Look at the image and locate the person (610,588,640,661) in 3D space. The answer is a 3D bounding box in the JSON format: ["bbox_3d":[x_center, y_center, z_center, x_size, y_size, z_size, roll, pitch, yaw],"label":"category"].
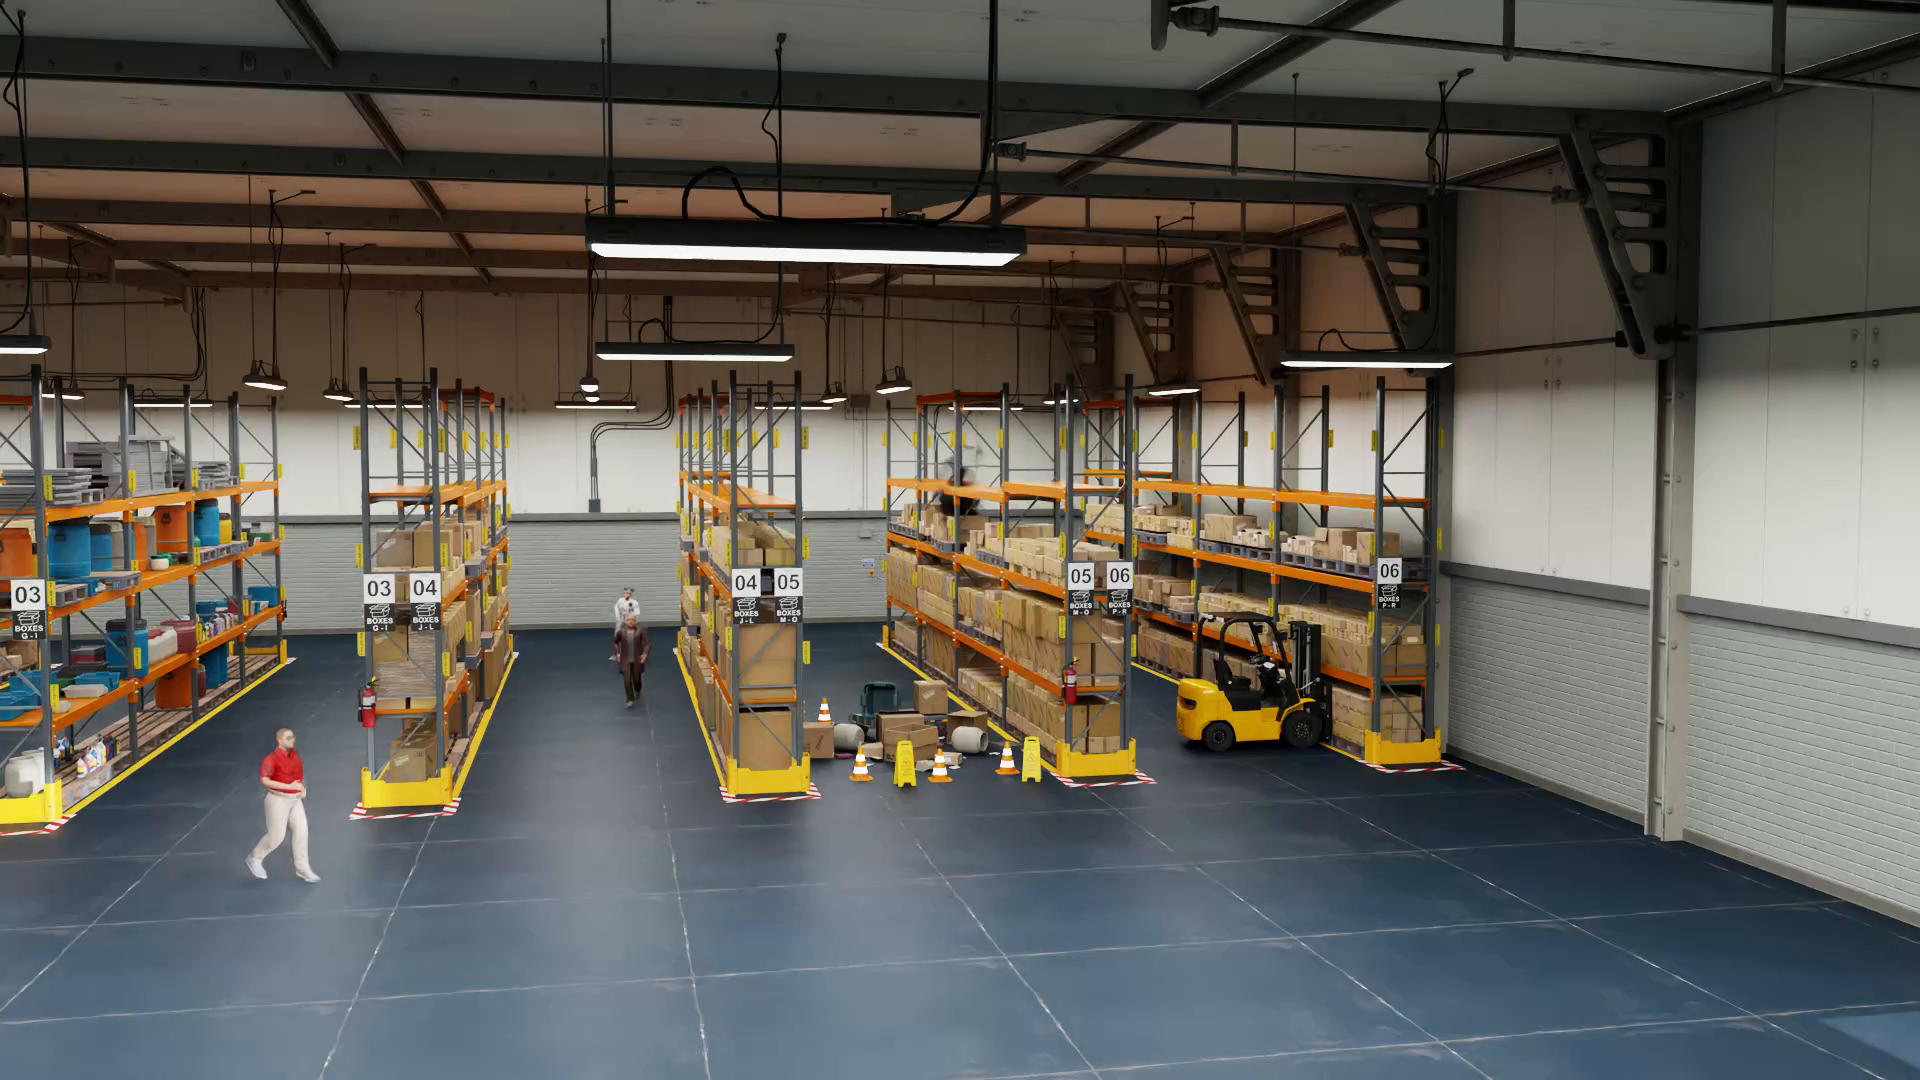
[{"bbox_3d":[-7.688,1.897,38.265,0.672,1.649,0.808,0,3,-4],"label":"person"}]

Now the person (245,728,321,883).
[{"bbox_3d":[-7.686,3.015,18.913,0.838,1.762,0.683,1,4,17],"label":"person"}]

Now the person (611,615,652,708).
[{"bbox_3d":[-6.193,2.264,31.361,0.752,1.734,0.774,0,3,-7],"label":"person"}]
